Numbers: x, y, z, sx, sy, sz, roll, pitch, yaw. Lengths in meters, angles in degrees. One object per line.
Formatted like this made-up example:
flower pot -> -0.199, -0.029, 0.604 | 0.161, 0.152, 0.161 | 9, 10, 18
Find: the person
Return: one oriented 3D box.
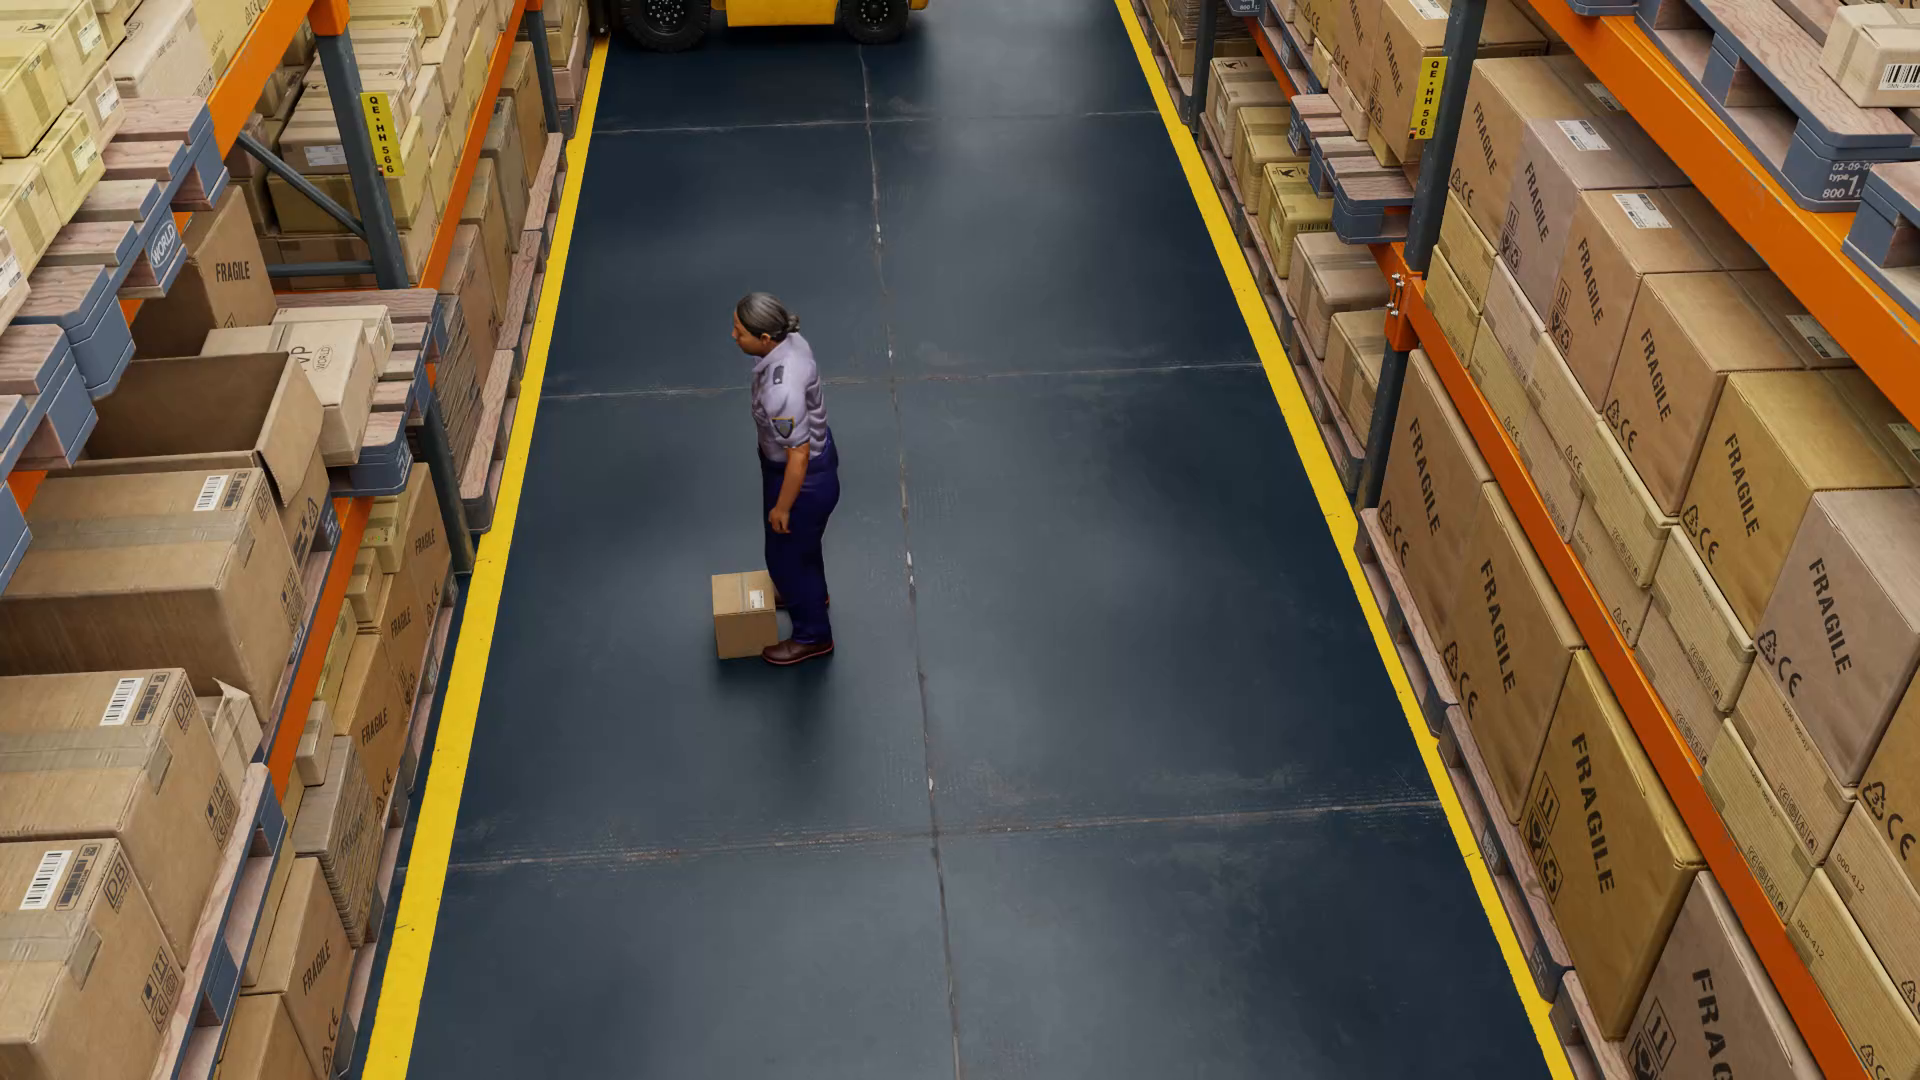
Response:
person -> -0.655, -0.256, 6.472 | 0.370, 1.652, 0.539 | -3, 39, -4
